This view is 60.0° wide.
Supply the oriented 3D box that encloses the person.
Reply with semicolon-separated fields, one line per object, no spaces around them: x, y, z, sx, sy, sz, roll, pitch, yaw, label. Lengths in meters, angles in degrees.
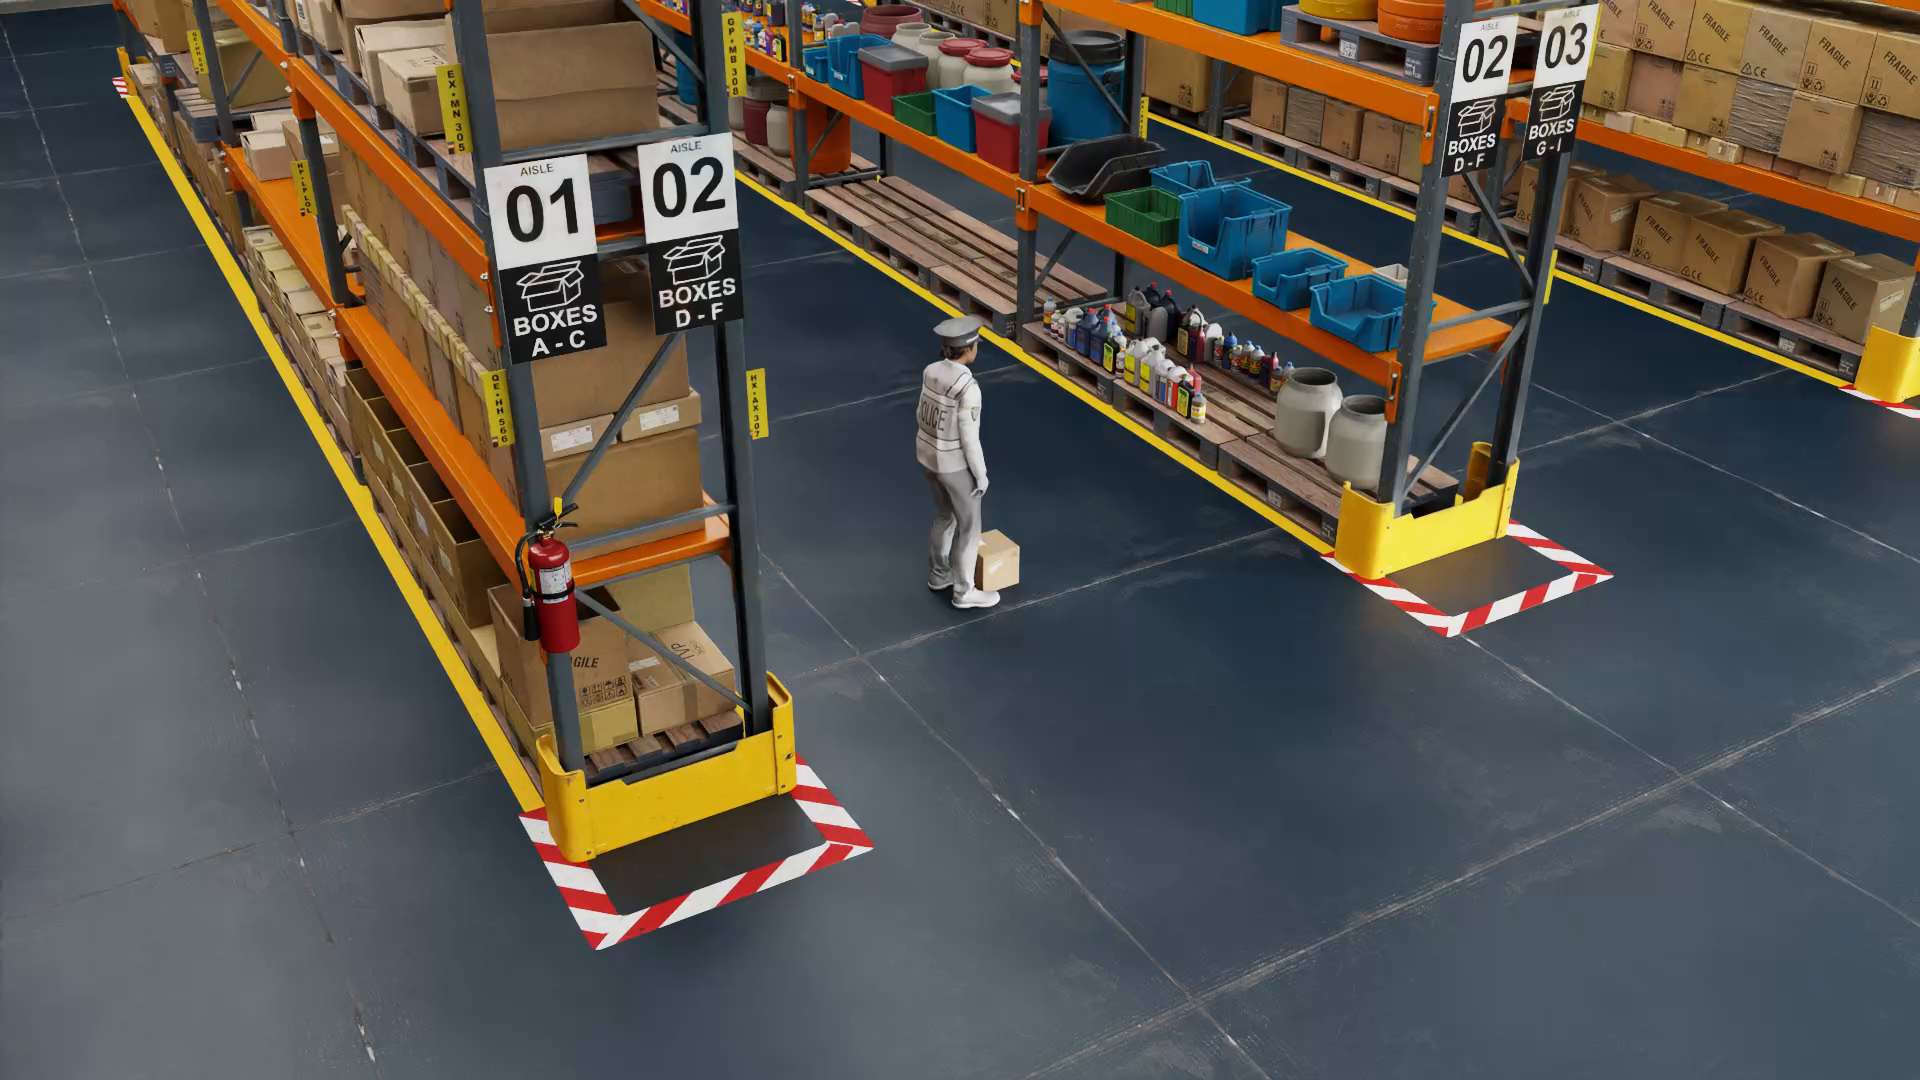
-0.034;-0.429;9.321;0.376;1.662;0.544;-18;34;-29;person
